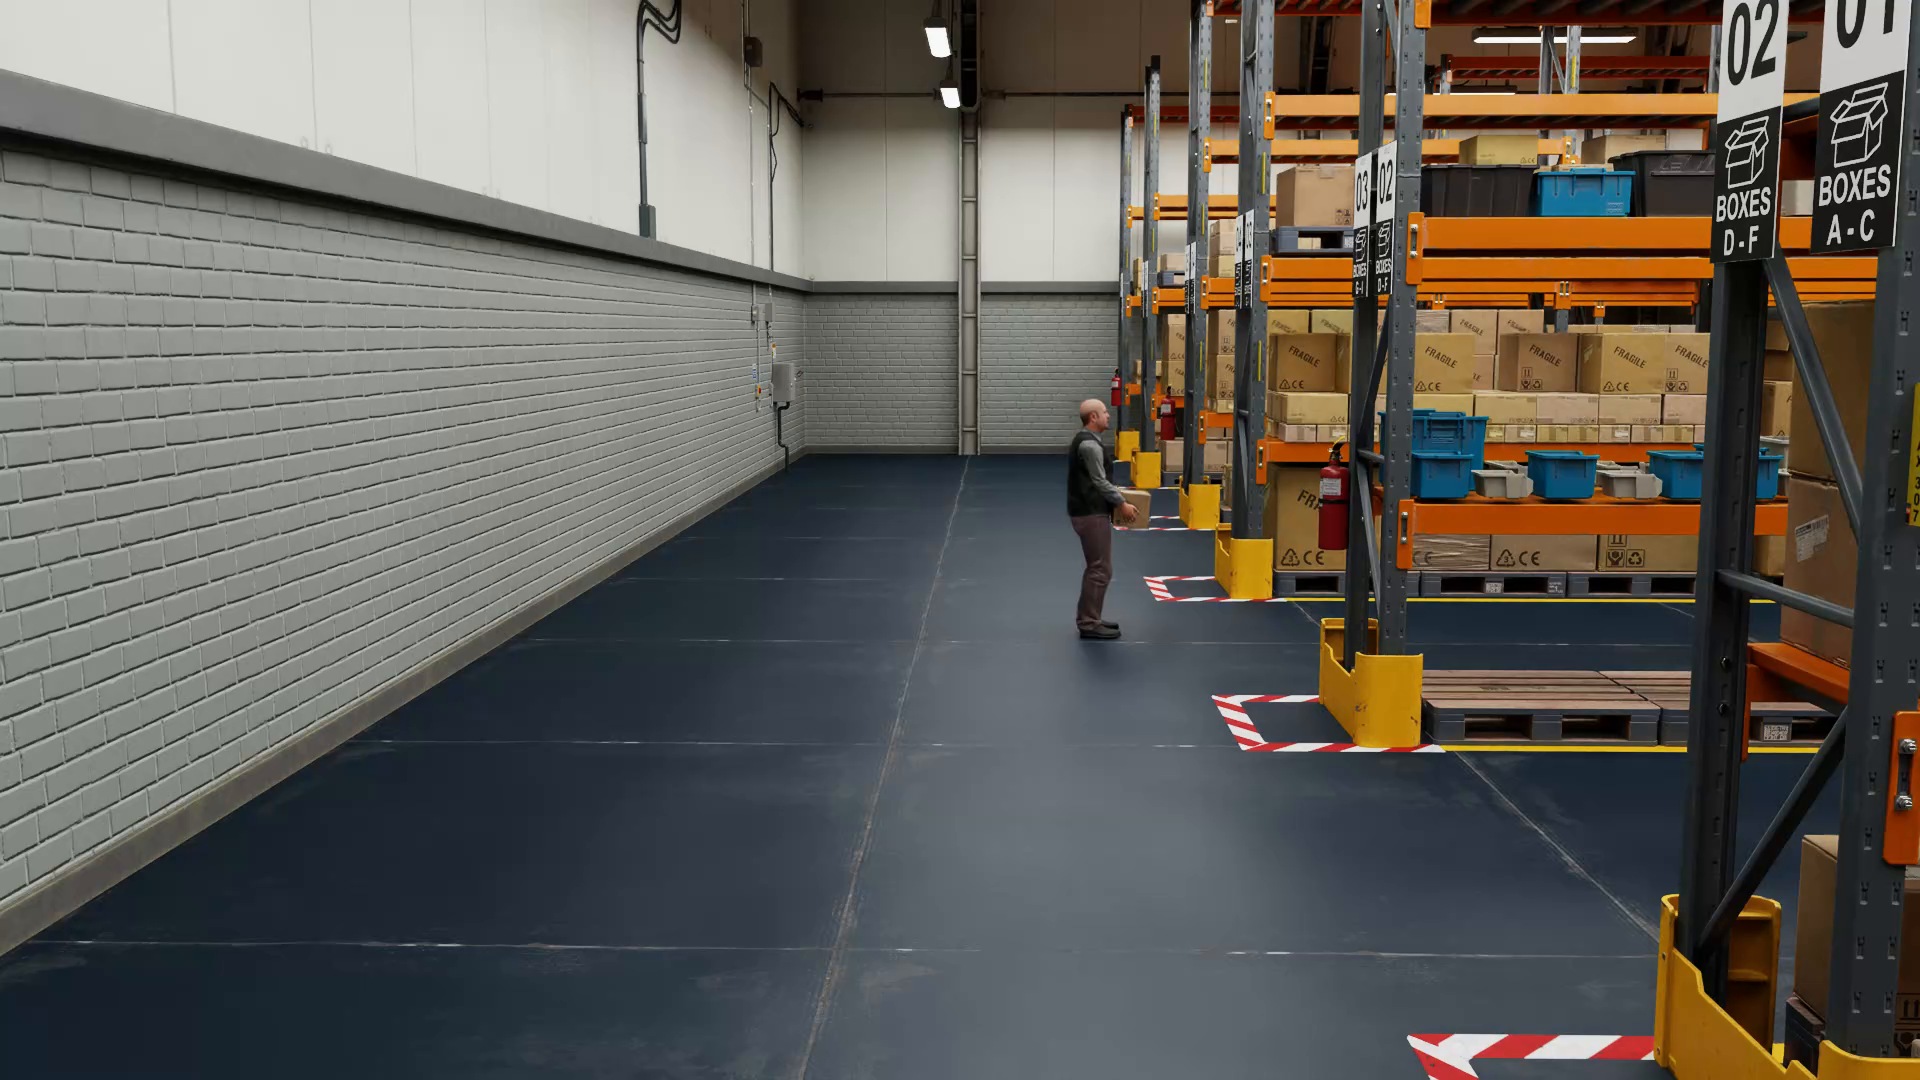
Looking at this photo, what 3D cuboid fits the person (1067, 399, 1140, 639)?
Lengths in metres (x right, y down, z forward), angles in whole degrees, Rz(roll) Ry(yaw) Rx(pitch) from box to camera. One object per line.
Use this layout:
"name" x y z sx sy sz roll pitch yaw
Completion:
"person" 1.040 -0.164 12.148 0.522 1.727 0.532 0 7 1
